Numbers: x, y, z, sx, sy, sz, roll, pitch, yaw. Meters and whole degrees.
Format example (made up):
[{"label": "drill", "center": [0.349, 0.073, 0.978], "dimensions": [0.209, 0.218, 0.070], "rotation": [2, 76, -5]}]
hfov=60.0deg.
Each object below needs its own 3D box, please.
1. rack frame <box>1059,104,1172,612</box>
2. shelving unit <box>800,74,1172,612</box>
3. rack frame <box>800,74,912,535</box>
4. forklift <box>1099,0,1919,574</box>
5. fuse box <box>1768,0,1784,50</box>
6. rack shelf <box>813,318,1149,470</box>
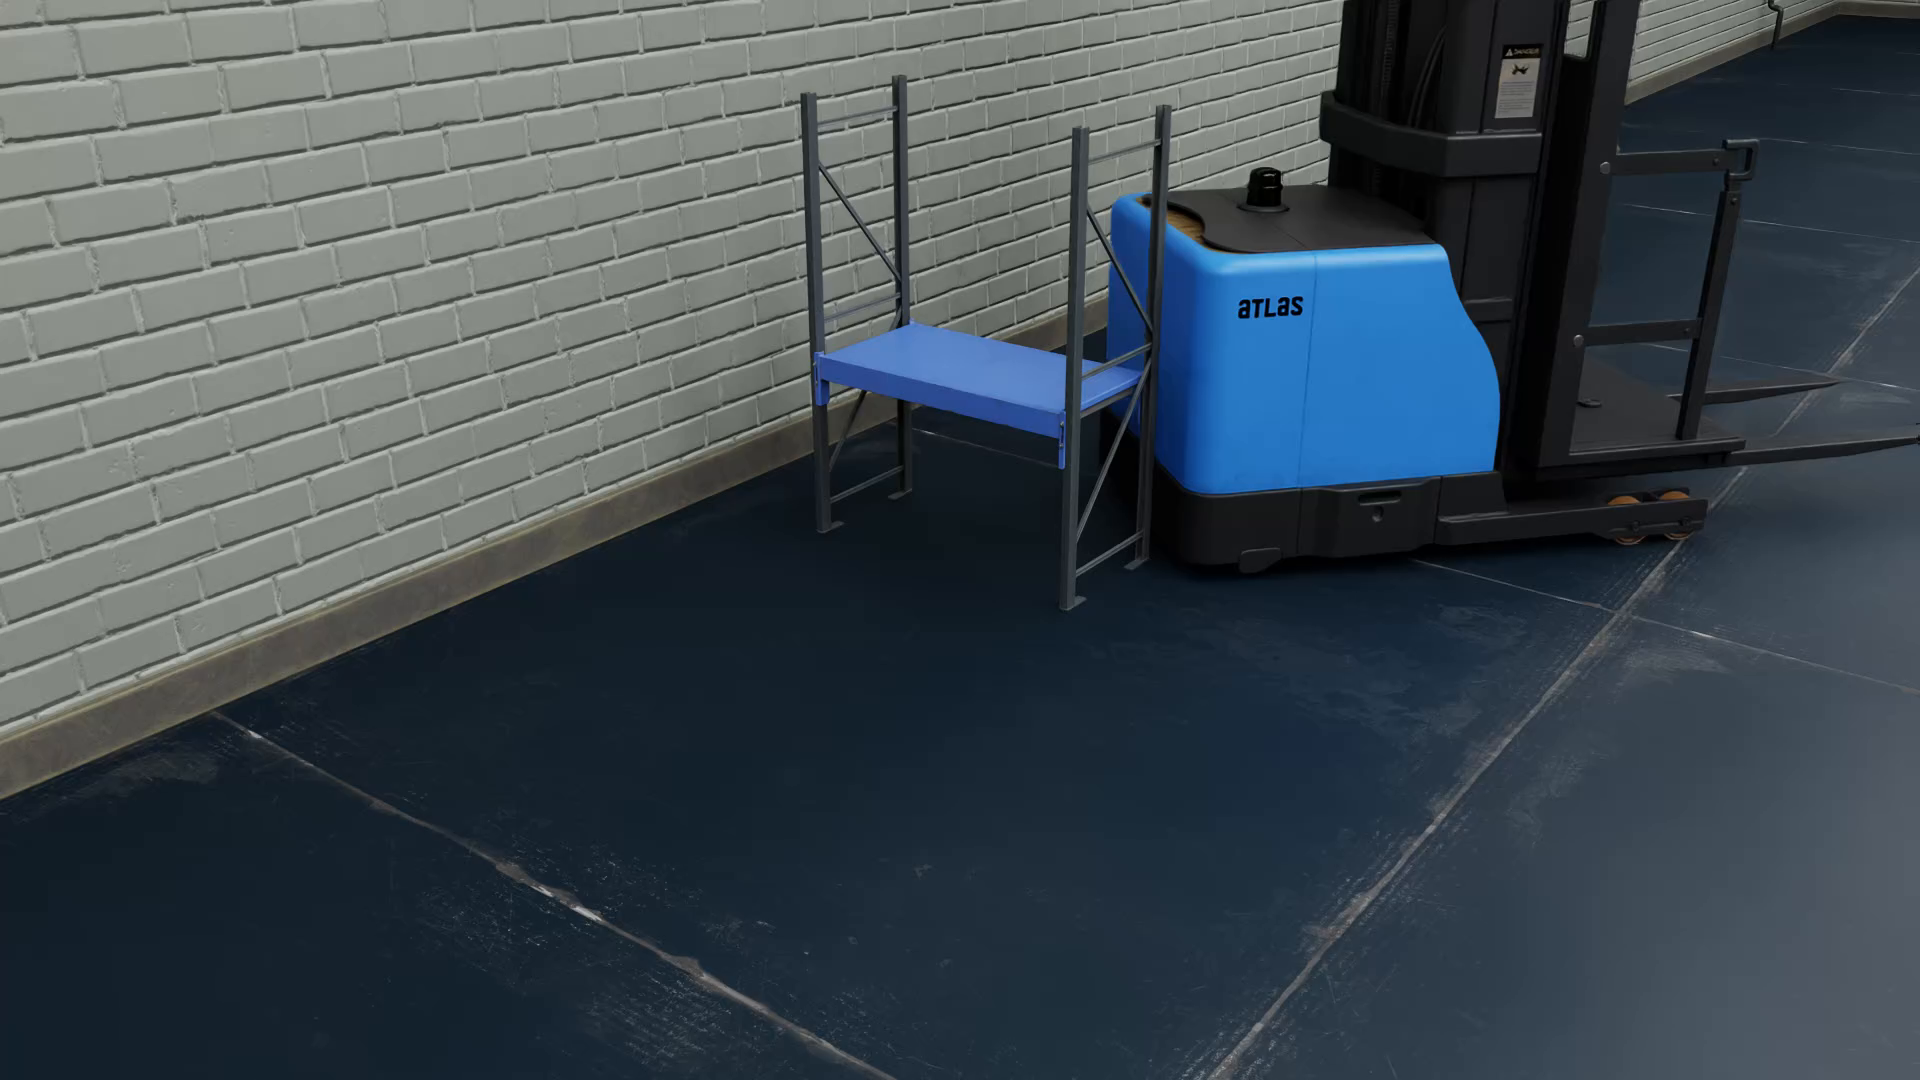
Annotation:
[{"label": "rack frame", "center": [0.475, -0.543, 5.122], "dimensions": [0.032, 1.500, 0.500], "rotation": [17, 29, 33]}, {"label": "shelving unit", "center": [0.068, -0.666, 5.401], "dimensions": [1.048, 1.500, 0.538], "rotation": [17, 29, 33]}, {"label": "rack frame", "center": [-0.339, -0.789, 5.680], "dimensions": [0.032, 1.500, 0.500], "rotation": [17, 29, 33]}, {"label": "forklift", "center": [2.092, -1.525, 5.577], "dimensions": [3.031, 2.935, 1.130], "rotation": [-5, 24, -12]}, {"label": "fuse box", "center": [8.551, -5.916, 17.055], "dimensions": [0.414, 1.711, 0.539], "rotation": [17, 29, 33]}, {"label": "rack shelf", "center": [0.068, -0.501, 5.473], "dimensions": [1.000, 0.185, 0.538], "rotation": [17, 29, 33]}]
